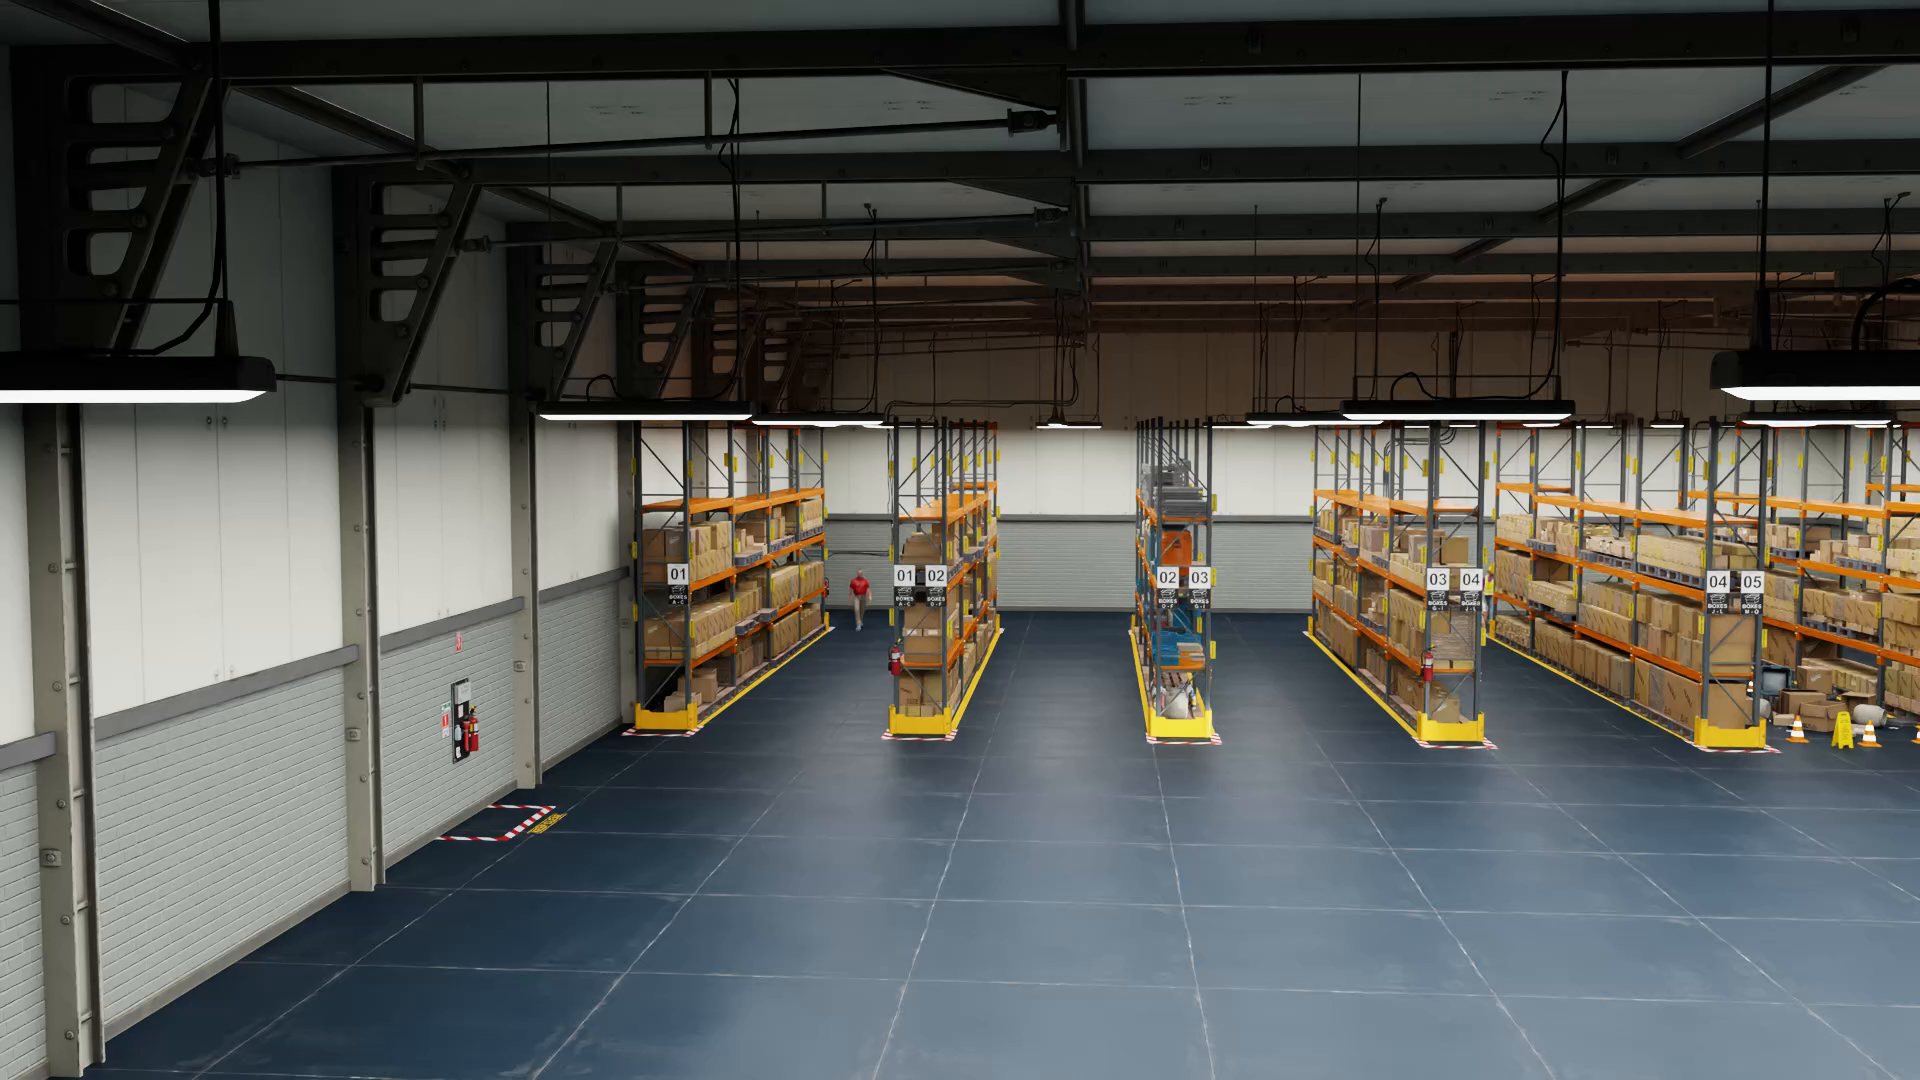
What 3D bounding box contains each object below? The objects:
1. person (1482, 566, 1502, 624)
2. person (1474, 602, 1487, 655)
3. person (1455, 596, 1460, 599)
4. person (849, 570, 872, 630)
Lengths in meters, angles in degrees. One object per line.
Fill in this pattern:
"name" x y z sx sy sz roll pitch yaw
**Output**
"person" 15.772 1.632 49.387 0.618 1.707 1.116 3 5 37
"person" 13.239 2.125 42.562 0.467 1.596 1.041 1 4 8
"person" 14.013 1.794 46.859 0.649 1.768 0.849 3 5 34
"person" -2.882 1.712 48.297 0.593 1.693 0.987 -1 4 -18
